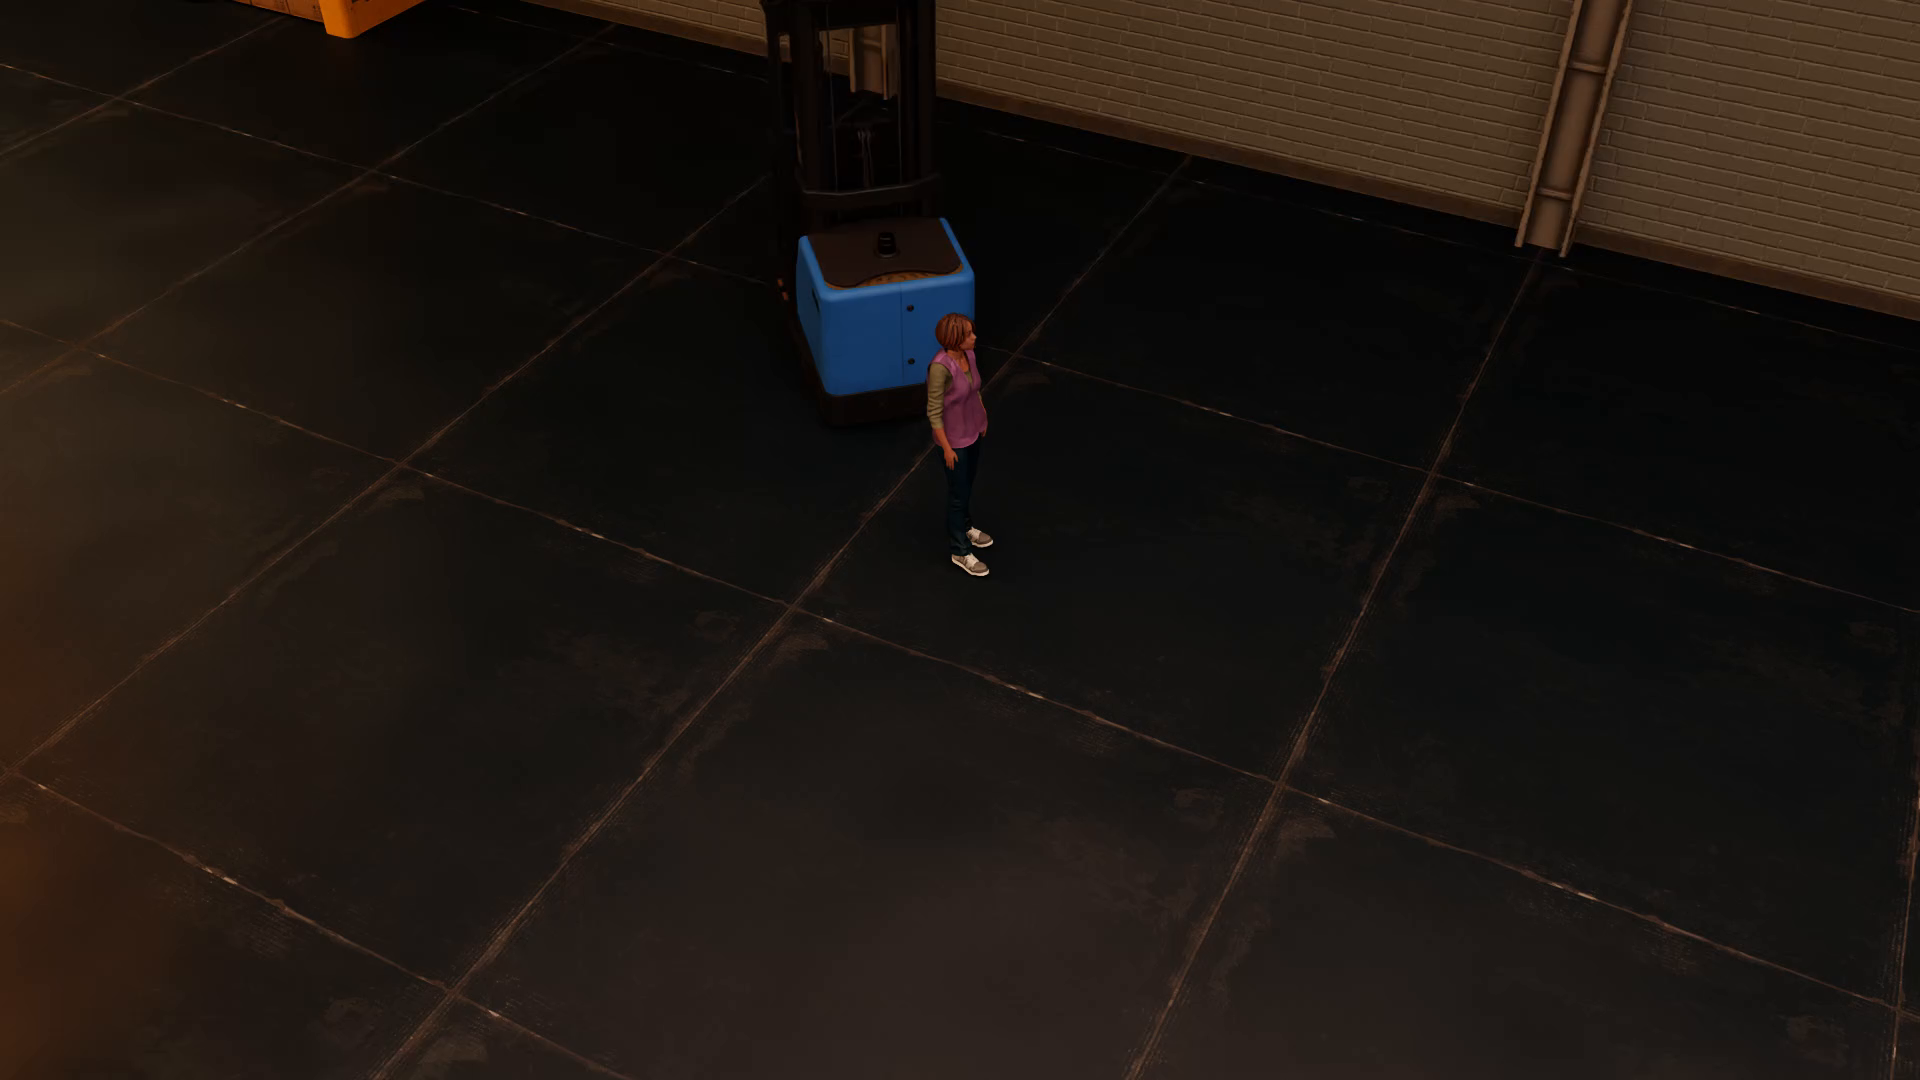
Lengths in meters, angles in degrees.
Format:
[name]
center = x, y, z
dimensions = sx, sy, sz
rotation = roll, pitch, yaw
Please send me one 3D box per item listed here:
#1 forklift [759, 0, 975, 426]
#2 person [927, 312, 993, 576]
[forklift]
center = -0.761, -2.835, 11.353
dimensions = 1.130, 2.935, 3.031
rotation = -10, 41, -11
[person]
center = 0.059, -0.581, 9.712
dimensions = 0.475, 1.582, 0.520
rotation = 18, 43, 21
